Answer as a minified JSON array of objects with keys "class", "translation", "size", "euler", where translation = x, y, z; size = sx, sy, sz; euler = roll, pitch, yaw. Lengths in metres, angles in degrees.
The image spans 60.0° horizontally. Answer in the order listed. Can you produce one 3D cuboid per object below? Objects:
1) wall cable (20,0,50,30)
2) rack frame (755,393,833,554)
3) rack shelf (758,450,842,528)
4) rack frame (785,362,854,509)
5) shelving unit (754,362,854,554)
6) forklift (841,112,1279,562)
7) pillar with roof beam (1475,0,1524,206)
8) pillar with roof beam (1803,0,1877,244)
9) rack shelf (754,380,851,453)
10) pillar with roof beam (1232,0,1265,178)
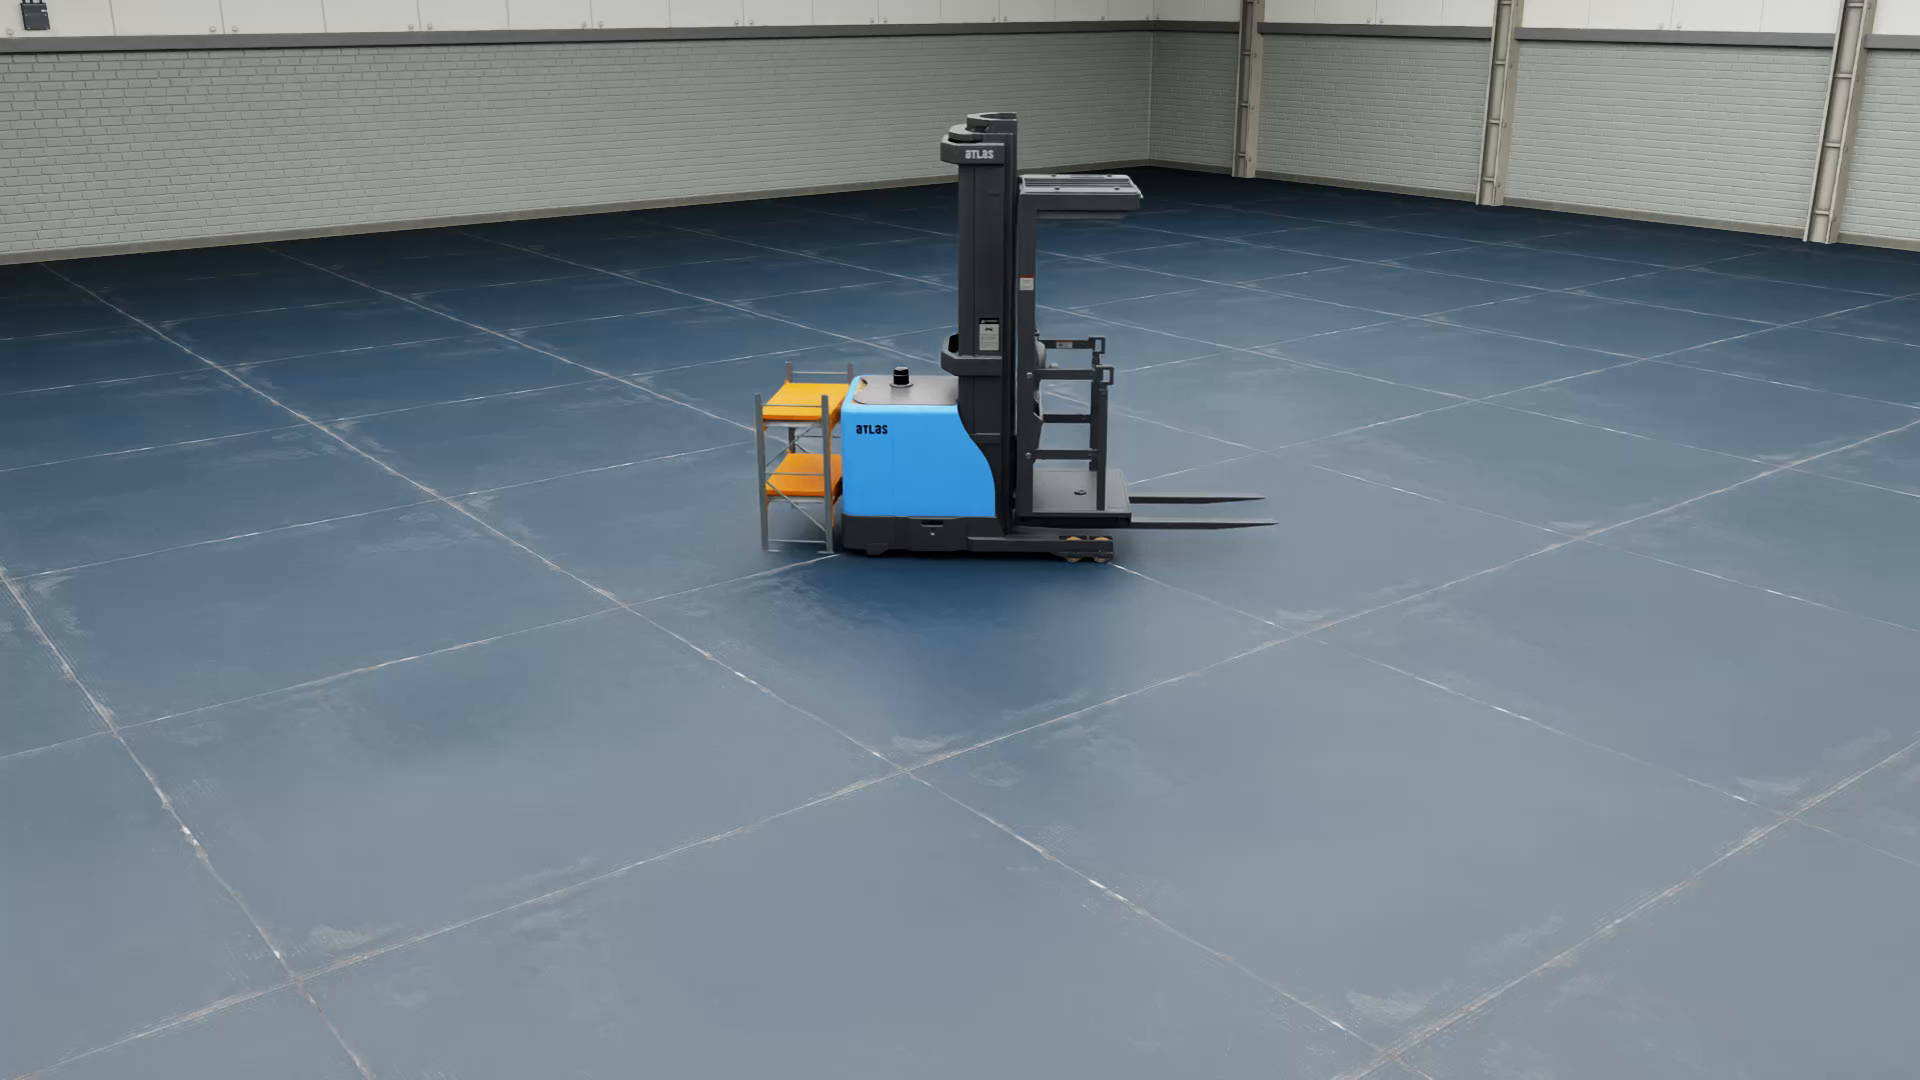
[{"class":"wall cable","translation":[-12.091,-10.174,22.863],"size":[2.305,6.003,0.169],"euler":[-14,23,-36]},{"class":"rack frame","translation":[-1.137,-0.451,11.429],"size":[0.500,1.125,0.032],"euler":[2,18,6]},{"class":"rack shelf","translation":[-1.082,-0.378,11.985],"size":[0.538,0.278,1.000],"euler":[2,18,6]},{"class":"rack frame","translation":[-1.030,-0.769,12.388],"size":[0.500,1.125,0.032],"euler":[2,18,6]},{"class":"shelving unit","translation":[-1.083,-0.610,11.908],"size":[0.538,1.125,1.048],"euler":[2,18,6]},{"class":"forklift","translation":[0.705,-1.413,11.466],"size":[3.031,2.935,1.130],"euler":[0,18,1]},{"class":"pillar with roof beam","translation":[6.293,-9.556,26.406],"size":[9.100,9.000,0.400],"euler":[-14,23,-36]},{"class":"pillar with roof beam","translation":[10.018,-8.078,21.942],"size":[9.100,9.000,0.400],"euler":[-14,23,-36]},{"class":"rack shelf","translation":[-1.085,-0.888,11.817],"size":[0.538,0.278,1.000],"euler":[2,18,6]},{"class":"pillar with roof beam","translation":[2.568,-11.035,30.871],"size":[9.100,9.000,0.400],"euler":[-14,23,-36]}]
